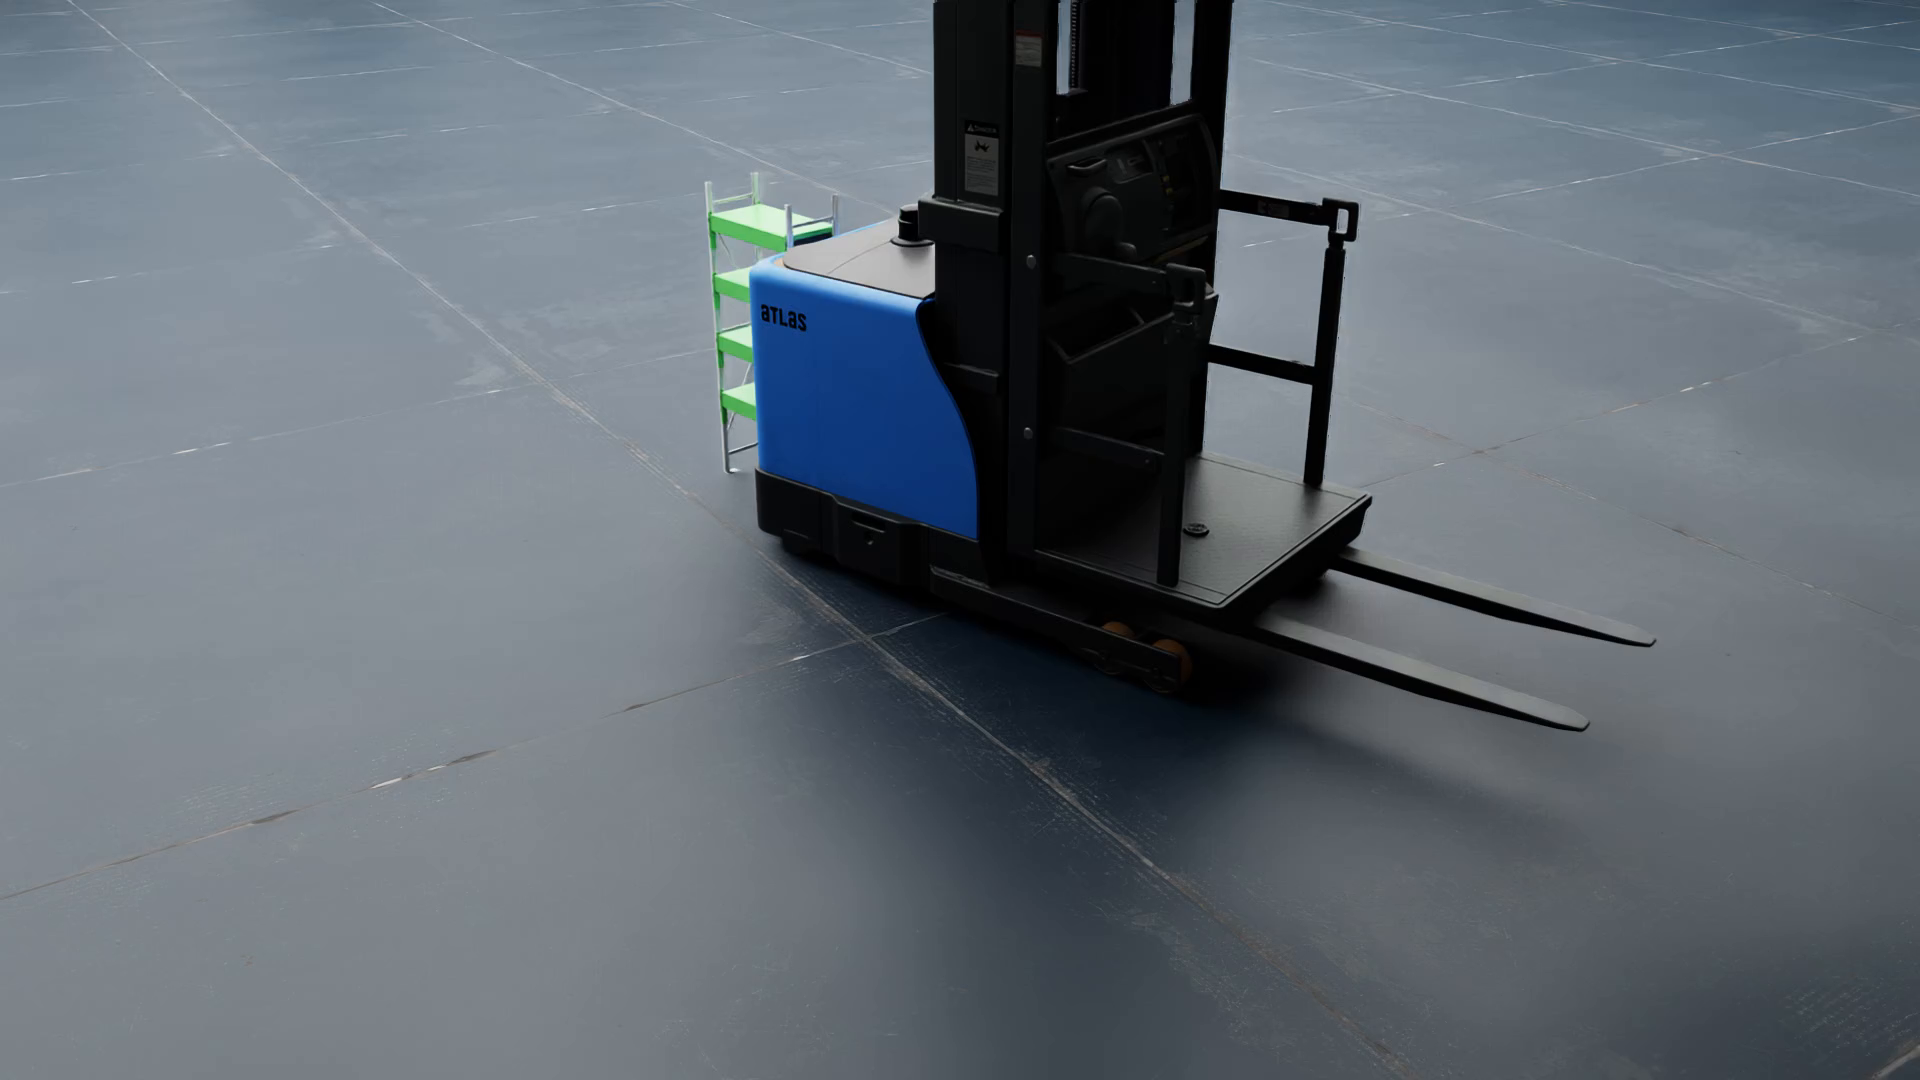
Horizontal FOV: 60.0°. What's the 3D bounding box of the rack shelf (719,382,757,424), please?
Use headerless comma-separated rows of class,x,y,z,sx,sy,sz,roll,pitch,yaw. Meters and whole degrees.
rack shelf,-0.709,-0.500,6.616,0.258,0.148,0.480,-22,33,-39

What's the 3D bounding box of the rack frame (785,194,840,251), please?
rack frame,-0.541,-0.700,6.327,0.240,1.200,0.015,-22,33,-39

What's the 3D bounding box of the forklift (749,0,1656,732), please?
forklift,0.726,-1.100,5.147,3.031,2.935,1.130,18,31,33

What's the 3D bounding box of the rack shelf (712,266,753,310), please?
rack shelf,-0.709,-0.934,6.411,0.258,0.148,0.480,-22,33,-39

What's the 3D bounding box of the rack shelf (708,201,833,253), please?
rack shelf,-0.709,-1.151,6.309,0.258,0.148,0.480,-22,33,-39

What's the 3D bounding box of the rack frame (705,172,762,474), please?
rack frame,-0.878,-0.850,6.646,0.240,1.200,0.015,-22,33,-39

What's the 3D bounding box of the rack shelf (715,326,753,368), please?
rack shelf,-0.709,-0.717,6.514,0.258,0.148,0.480,-22,33,-39

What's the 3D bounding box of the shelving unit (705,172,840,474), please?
shelving unit,-0.709,-0.775,6.486,0.258,1.200,0.503,-22,33,-39
